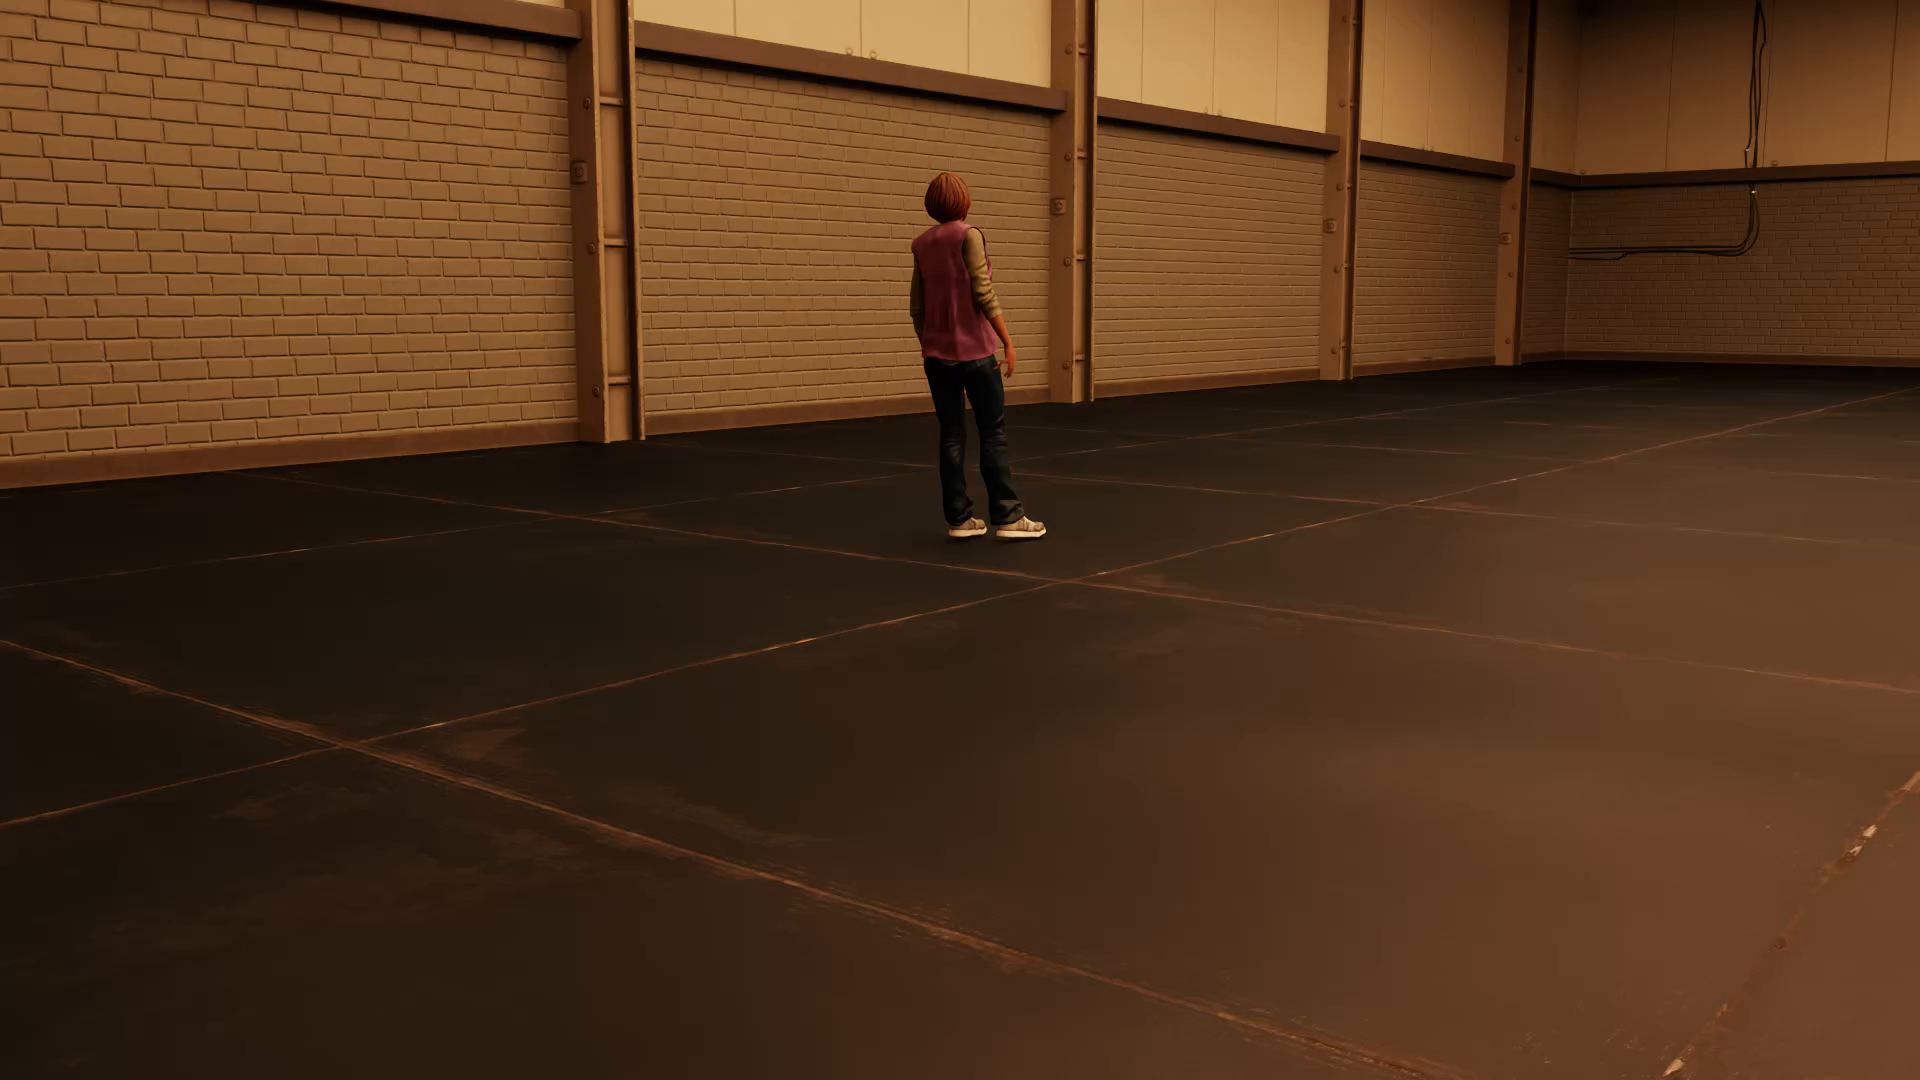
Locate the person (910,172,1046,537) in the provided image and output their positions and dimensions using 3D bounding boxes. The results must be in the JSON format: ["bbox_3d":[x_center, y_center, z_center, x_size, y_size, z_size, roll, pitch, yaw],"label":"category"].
[{"bbox_3d":[0.057,-0.805,7.336,0.520,1.597,0.476,7,11,38],"label":"person"}]
